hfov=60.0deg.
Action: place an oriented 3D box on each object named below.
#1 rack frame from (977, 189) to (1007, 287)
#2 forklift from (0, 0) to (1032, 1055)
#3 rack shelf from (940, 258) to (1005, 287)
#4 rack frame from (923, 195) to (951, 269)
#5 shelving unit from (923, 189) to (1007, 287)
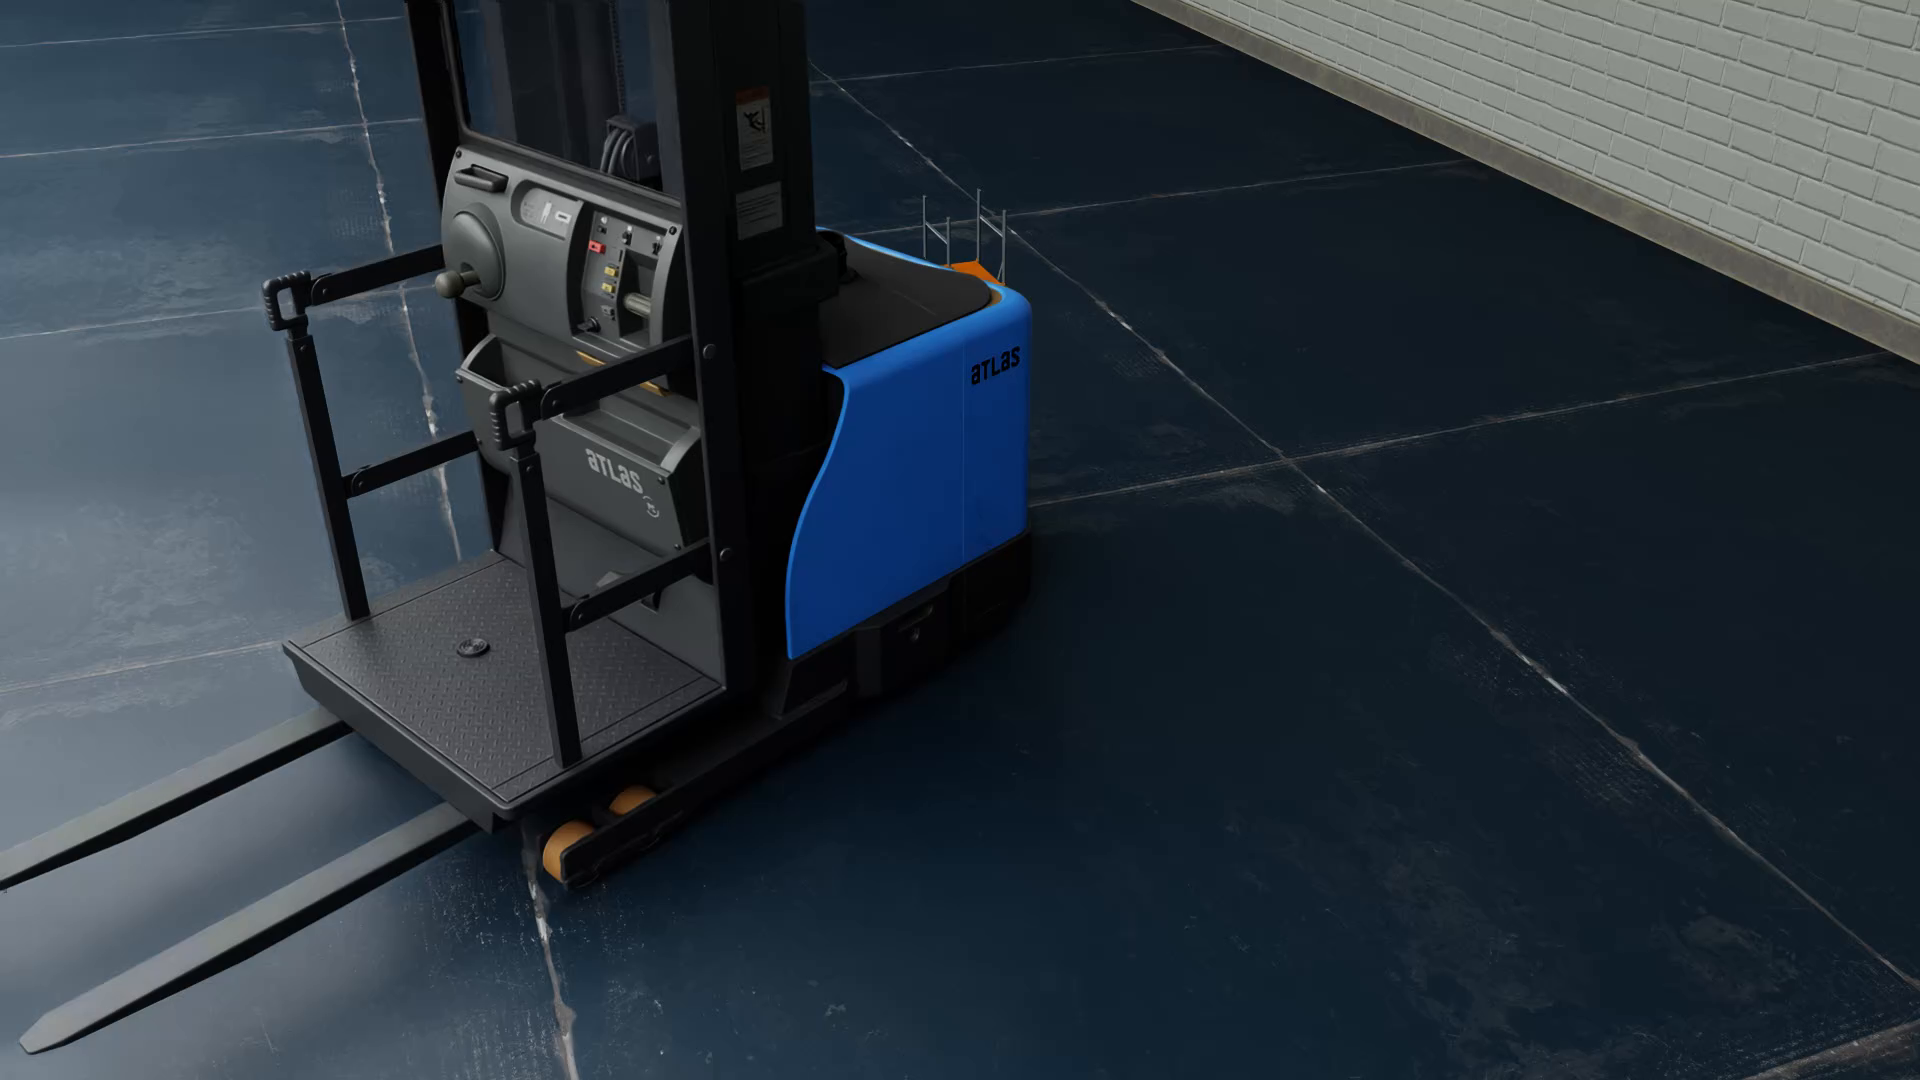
[{"bbox_3d":[0.099,-0.540,5.485,0.006,1.200,0.240,-10,31,-18],"label":"rack frame"},{"bbox_3d":[-1.143,-0.680,3.983,1.130,2.935,3.031,25,38,36],"label":"forklift"},{"bbox_3d":[0.014,-0.798,5.301,0.180,0.103,0.258,-10,31,-18],"label":"rack shelf"},{"bbox_3d":[-0.072,-0.508,5.430,0.006,1.200,0.240,-10,31,-18],"label":"rack frame"},{"bbox_3d":[0.014,-0.524,5.457,0.189,1.200,0.258,-10,31,-18],"label":"shelving unit"}]
